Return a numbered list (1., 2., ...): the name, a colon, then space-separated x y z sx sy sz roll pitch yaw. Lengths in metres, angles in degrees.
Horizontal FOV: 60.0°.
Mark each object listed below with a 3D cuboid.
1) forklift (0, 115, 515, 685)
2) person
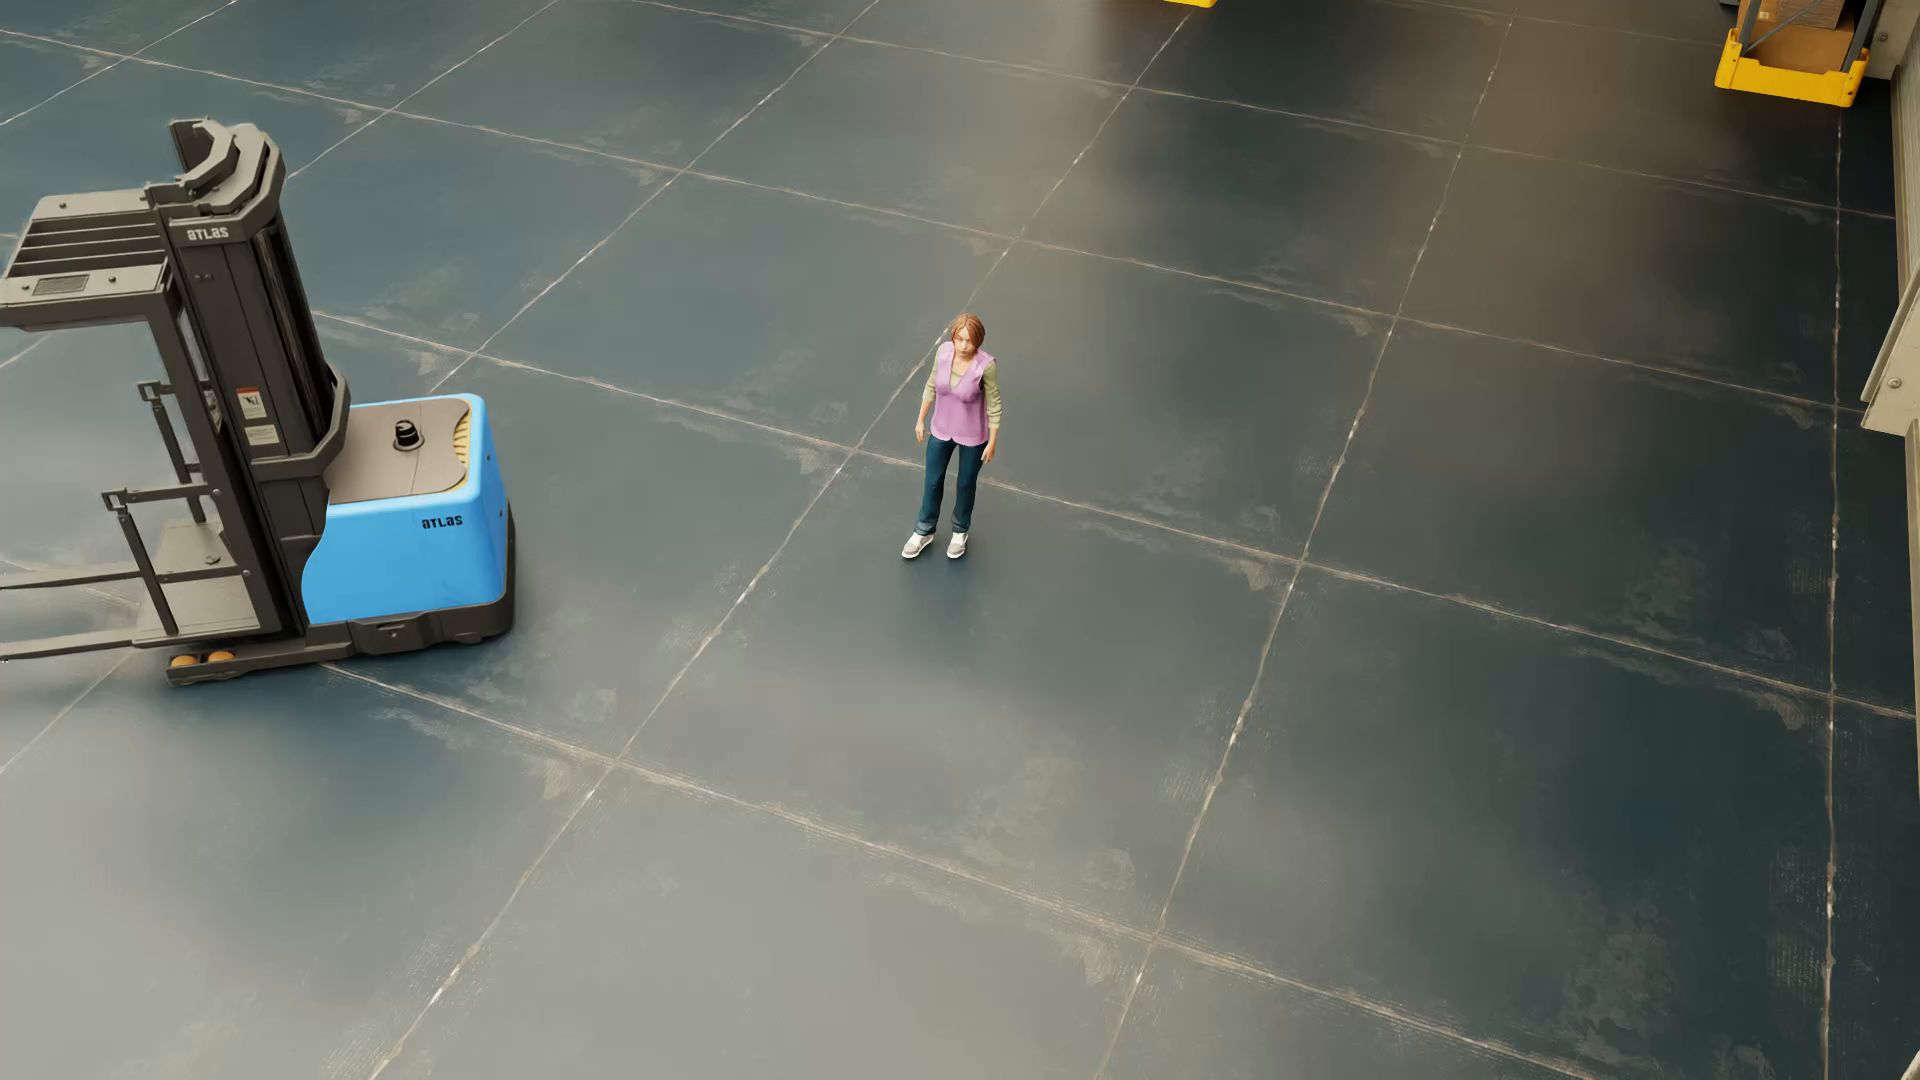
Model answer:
1. forklift: -4.150 -0.682 8.821 3.031 2.935 1.130 -7 40 -8
2. person: -0.041 -0.578 9.724 0.520 1.597 0.476 15 42 17
